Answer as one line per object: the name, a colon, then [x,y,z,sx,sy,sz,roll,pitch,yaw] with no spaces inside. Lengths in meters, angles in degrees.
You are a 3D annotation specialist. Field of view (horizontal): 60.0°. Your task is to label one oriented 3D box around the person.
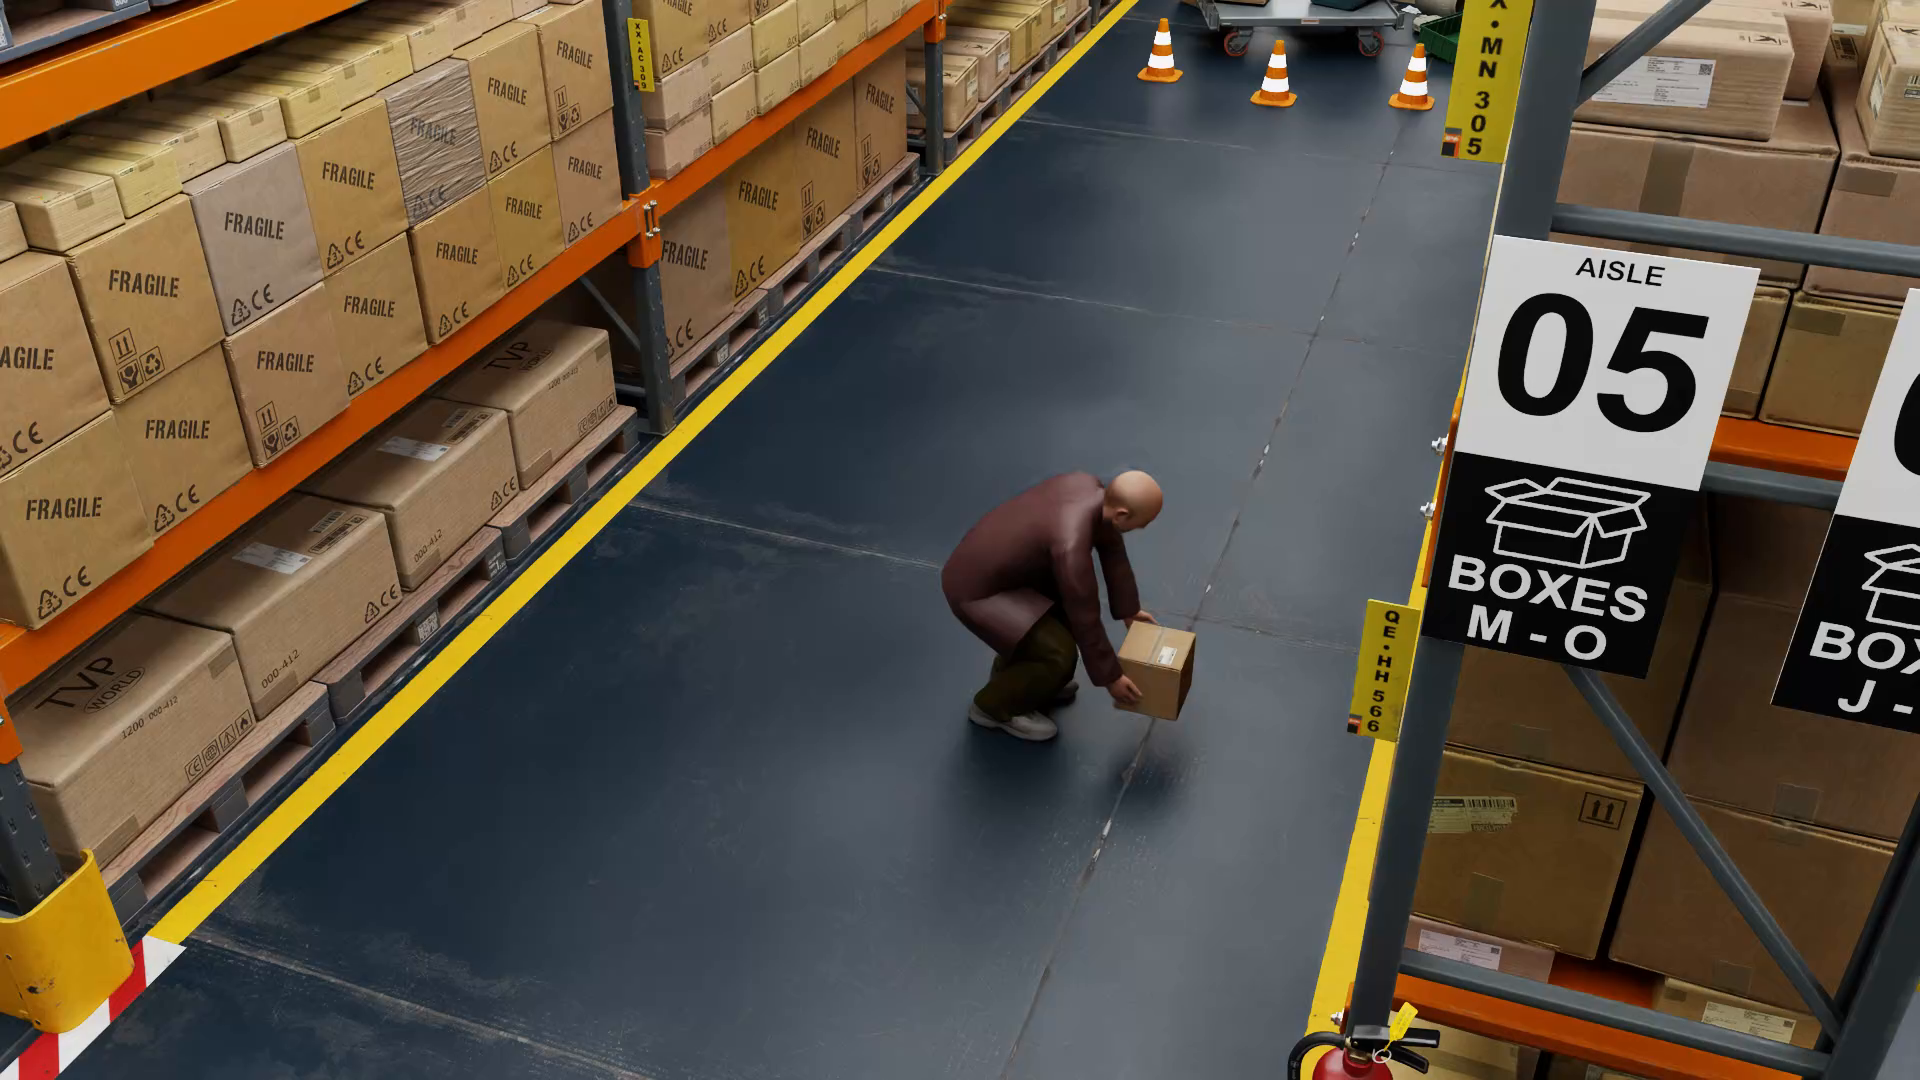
person: [0.353,0.202,6.426,0.852,1.144,0.620,11,34,16]
